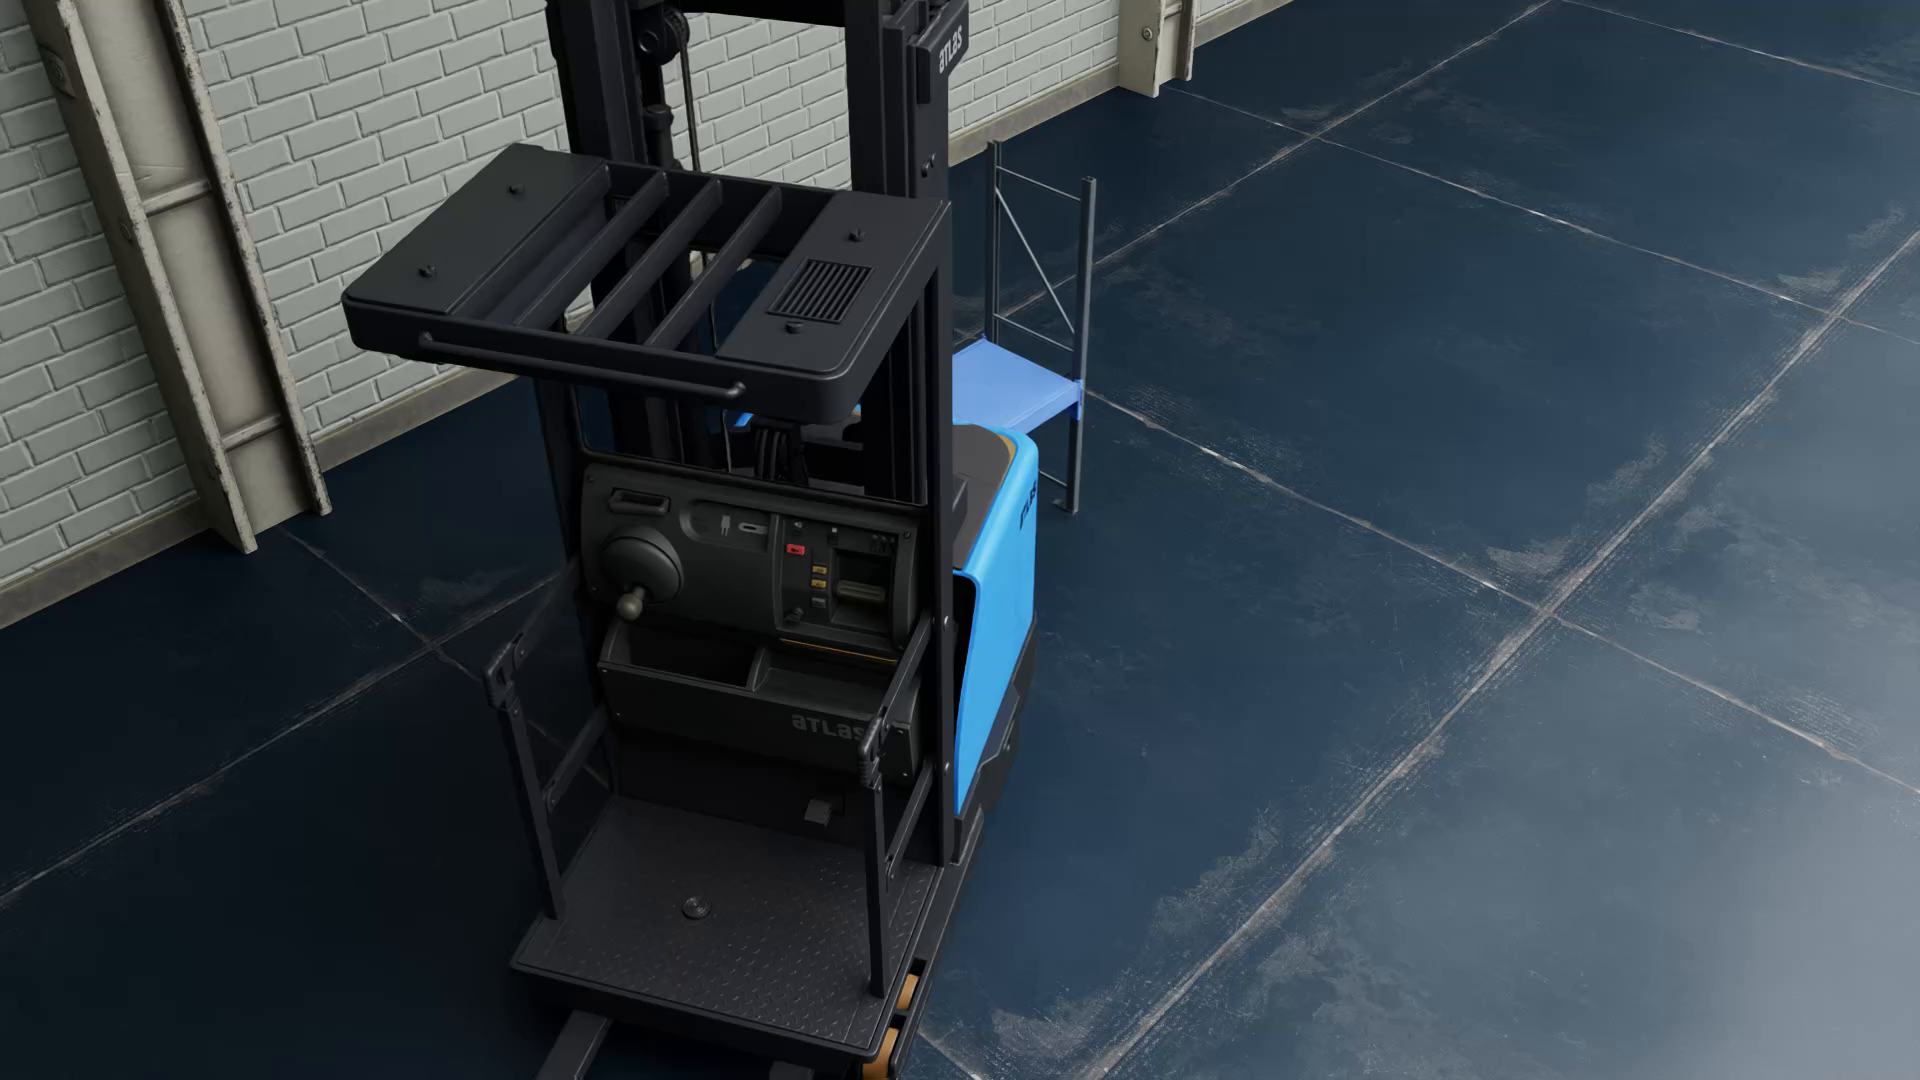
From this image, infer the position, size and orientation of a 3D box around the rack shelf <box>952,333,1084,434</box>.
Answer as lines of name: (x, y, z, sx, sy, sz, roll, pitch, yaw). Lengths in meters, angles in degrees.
rack shelf: (-0.047, -0.431, 6.376, 0.538, 0.185, 1.000, 30, 47, 32)

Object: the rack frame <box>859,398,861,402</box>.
rack frame: (-0.390, -0.338, 5.970, 0.500, 1.500, 0.032, 30, 47, 32)

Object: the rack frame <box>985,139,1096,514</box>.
rack frame: (0.296, -0.805, 6.558, 0.500, 1.500, 0.032, 30, 47, 32)

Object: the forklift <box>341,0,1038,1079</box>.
forklift: (-0.622, 0.137, 4.222, 1.130, 2.935, 3.031, 10, 40, 12)

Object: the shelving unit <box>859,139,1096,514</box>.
shelving unit: (-0.047, -0.572, 6.264, 0.538, 1.500, 1.048, 30, 47, 32)

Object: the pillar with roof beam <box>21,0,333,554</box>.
pillar with roof beam: (0.329, -1.811, 1.797, 9.100, 9.000, 0.400, 30, 47, 32)

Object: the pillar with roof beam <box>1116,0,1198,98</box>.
pillar with roof beam: (4.377, -4.567, 5.263, 9.100, 9.000, 0.400, 30, 47, 32)
